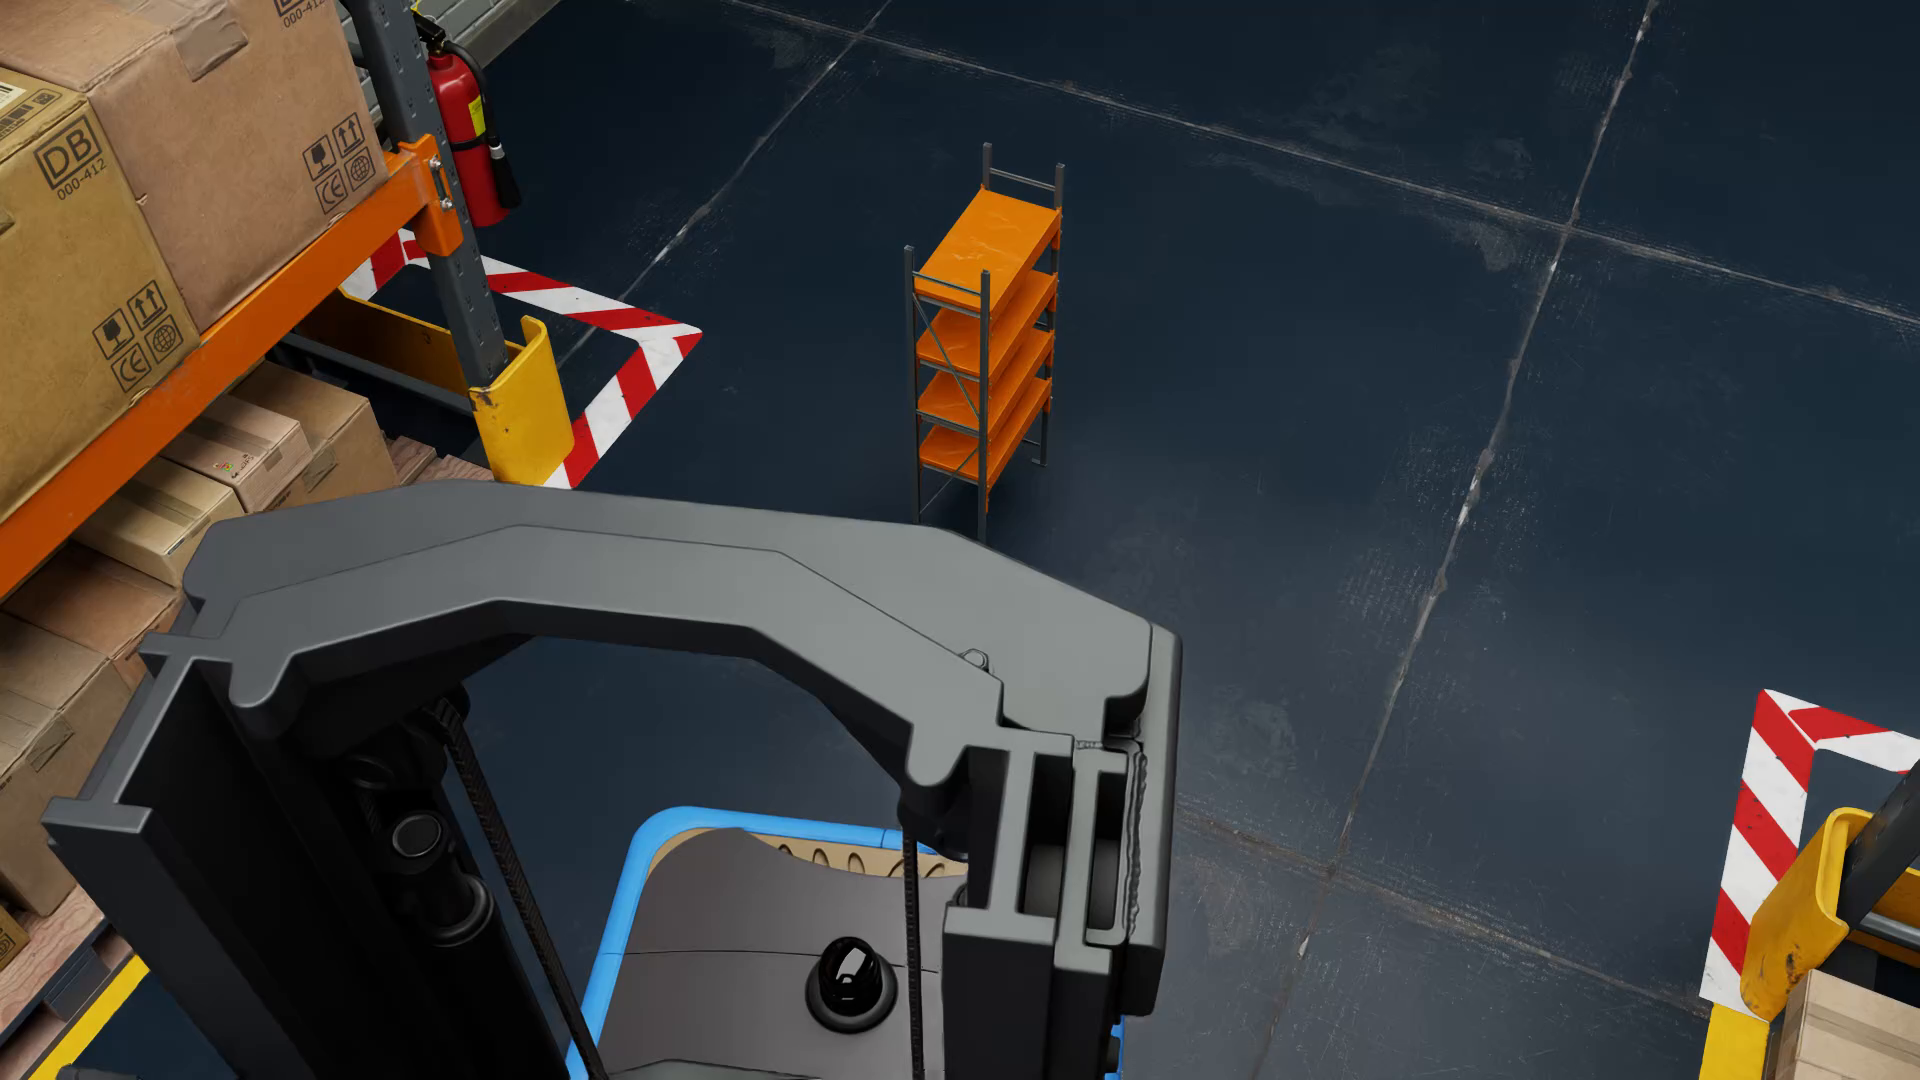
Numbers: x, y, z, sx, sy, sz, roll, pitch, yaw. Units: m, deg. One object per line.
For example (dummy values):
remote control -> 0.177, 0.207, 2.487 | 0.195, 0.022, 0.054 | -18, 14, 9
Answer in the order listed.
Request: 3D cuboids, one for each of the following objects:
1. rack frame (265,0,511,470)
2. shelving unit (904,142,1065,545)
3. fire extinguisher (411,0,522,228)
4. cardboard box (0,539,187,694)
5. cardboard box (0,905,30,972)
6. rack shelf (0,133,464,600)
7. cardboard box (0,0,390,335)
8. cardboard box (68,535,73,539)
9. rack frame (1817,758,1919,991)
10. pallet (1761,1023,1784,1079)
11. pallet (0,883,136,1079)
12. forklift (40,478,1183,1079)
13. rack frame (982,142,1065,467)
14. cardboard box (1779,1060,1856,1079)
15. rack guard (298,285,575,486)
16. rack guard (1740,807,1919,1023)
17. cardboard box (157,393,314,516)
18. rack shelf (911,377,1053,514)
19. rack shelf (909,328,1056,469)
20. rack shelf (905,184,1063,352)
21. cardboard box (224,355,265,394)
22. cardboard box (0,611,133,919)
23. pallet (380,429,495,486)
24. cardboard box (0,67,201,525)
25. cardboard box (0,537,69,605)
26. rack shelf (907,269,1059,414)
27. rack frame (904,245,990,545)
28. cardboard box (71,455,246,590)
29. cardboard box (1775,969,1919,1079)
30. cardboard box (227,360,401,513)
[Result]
rack frame -> -1.869, -1.368, 4.445 | 1.000, 3.000, 0.127 | 20, 52, 16
shelving unit -> 0.071, -0.503, 4.890 | 0.258, 1.200, 0.503 | 20, 52, 16
fire extinguisher -> -1.387, -1.176, 4.577 | 0.296, 0.674, 0.183 | 20, 52, 16
cardboard box -> -2.291, 0.165, 4.506 | 0.700, 0.500, 0.500 | 20, 52, 16
cardboard box -> -2.727, 0.881, 3.897 | 0.700, 0.500, 0.500 | 21, 53, 17
rack shelf -> -2.724, 0.242, 3.547 | 1.077, 0.370, 4.000 | 20, 52, 16
cardboard box -> -2.078, -1.111, 4.029 | 0.980, 0.700, 0.700 | 22, 53, 18
cardboard box -> -2.421, -0.192, 4.384 | 0.380, 0.149, 0.250 | 20, 52, 16
rack frame -> 2.611, 0.241, 3.076 | 1.000, 3.000, 0.127 | 20, 52, 16
pallet -> 2.239, 1.746, 3.626 | 1.003, 0.211, 1.213 | 20, 52, 16
pallet -> -2.662, 0.948, 4.305 | 1.003, 0.211, 1.213 | 20, 52, 16
forklift -> -0.350, 1.445, 2.096 | 1.130, 2.935, 3.031 | 6, 50, 5
rack frame -> 0.175, -0.671, 5.033 | 0.240, 1.200, 0.015 | 20, 52, 16
cardboard box -> 2.015, 1.365, 3.690 | 0.380, 0.166, 0.250 | 20, 52, 16
rack guard -> -1.859, -0.575, 5.411 | 1.175, 0.500, 0.348 | 20, 52, 16
rack guard -> 2.579, 1.103, 3.983 | 1.175, 0.500, 0.348 | 20, 52, 16
cardboard box -> -1.968, -0.242, 4.426 | 0.380, 0.149, 0.250 | 19, 52, 16
rack shelf -> 0.071, -0.331, 5.092 | 0.258, 0.148, 0.480 | 20, 52, 16
rack shelf -> 0.071, -0.459, 4.941 | 0.258, 0.148, 0.480 | 20, 52, 16
rack shelf -> 0.071, -0.757, 4.591 | 0.258, 0.148, 0.480 | 20, 52, 16
cardboard box -> -2.205, -0.541, 4.681 | 0.380, 0.149, 0.250 | 20, 53, 16
cardboard box -> -2.506, 0.511, 4.211 | 0.700, 0.500, 0.500 | 18, 52, 15
pallet -> -2.140, 0.111, 5.017 | 1.003, 0.211, 1.213 | 20, 52, 16
cardboard box -> -2.379, -0.607, 3.600 | 0.980, 0.700, 0.700 | 19, 52, 16
cardboard box -> -2.528, -0.020, 4.237 | 0.380, 0.149, 0.250 | 20, 53, 16
rack shelf -> 0.071, -0.604, 4.771 | 0.258, 0.148, 0.480 | 20, 52, 16
rack frame -> -0.034, -0.335, 4.747 | 0.240, 1.200, 0.015 | 20, 52, 16
cardboard box -> -2.076, -0.066, 4.276 | 0.380, 0.149, 0.250 | 21, 53, 17
cardboard box -> 2.122, 1.199, 3.844 | 0.380, 0.149, 0.250 | 20, 52, 16
cardboard box -> -2.078, -0.180, 4.799 | 0.700, 0.500, 0.500 | 20, 52, 16
